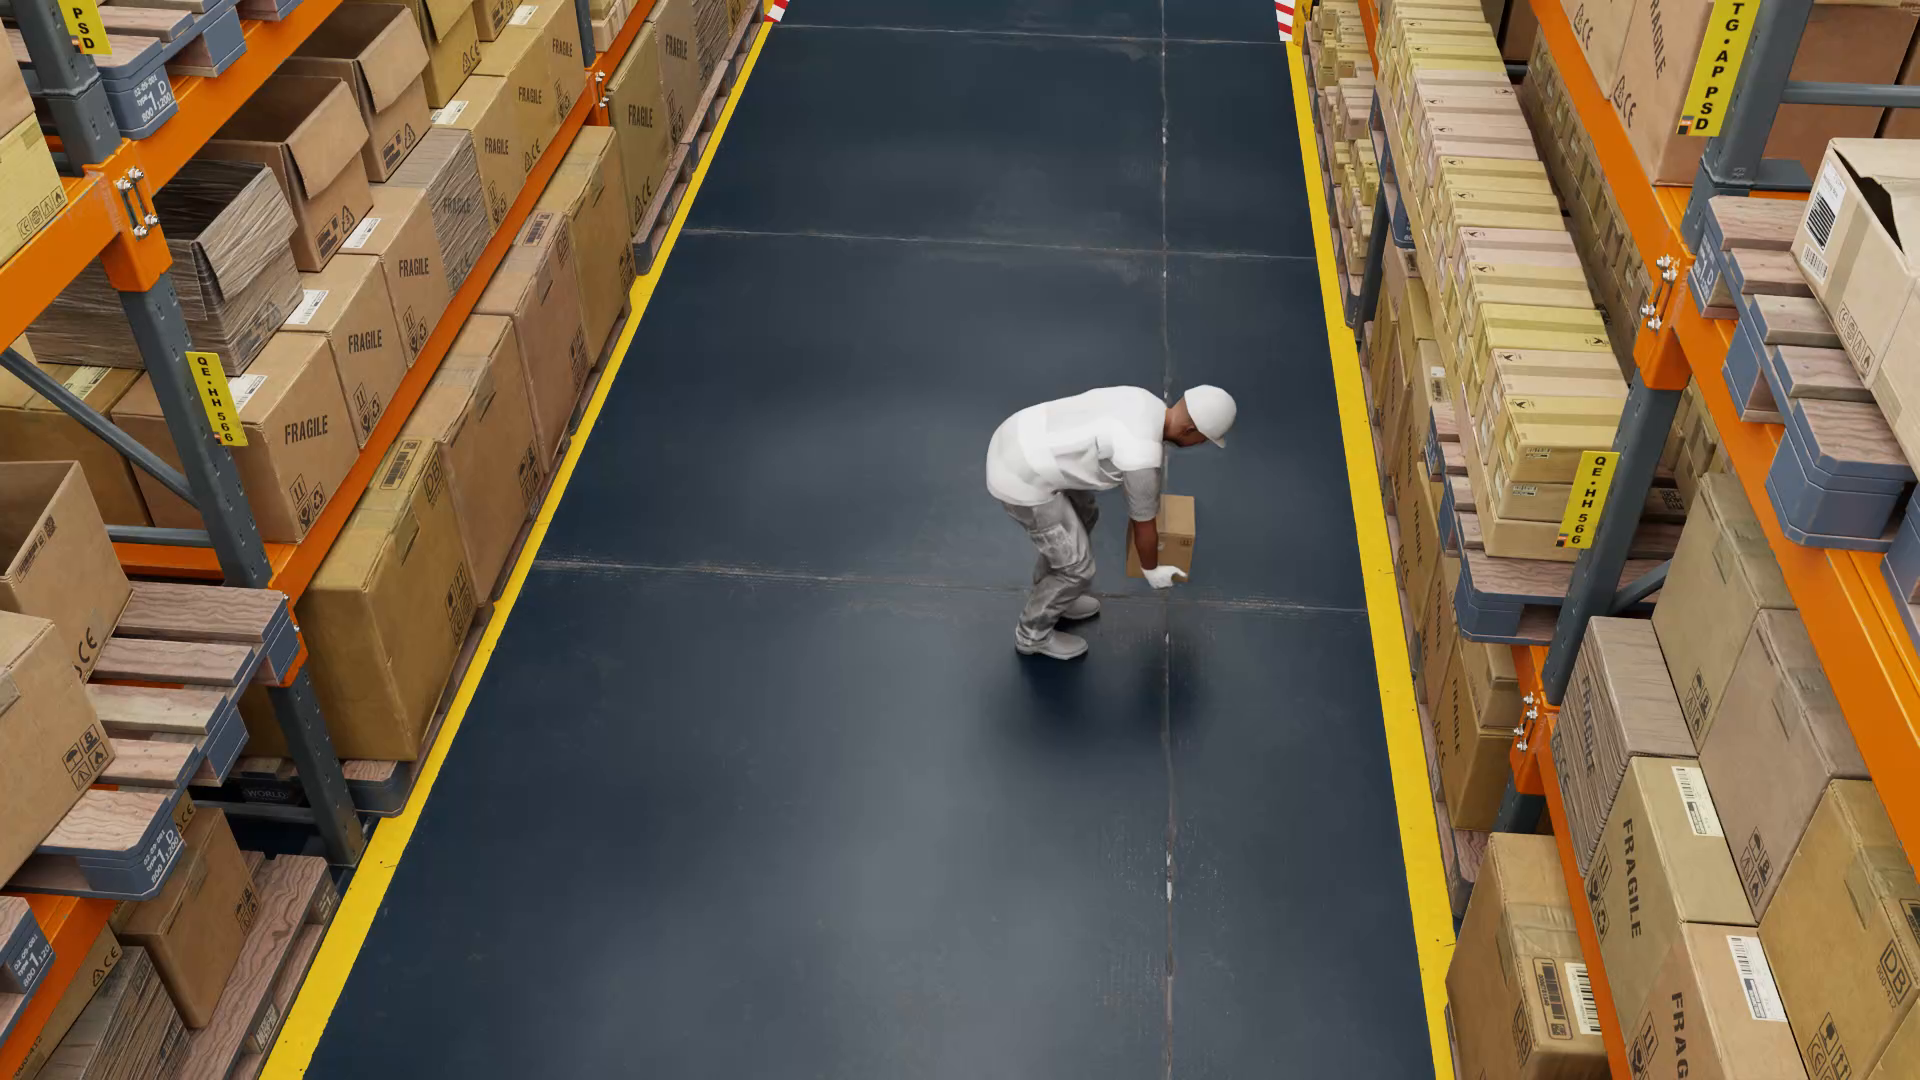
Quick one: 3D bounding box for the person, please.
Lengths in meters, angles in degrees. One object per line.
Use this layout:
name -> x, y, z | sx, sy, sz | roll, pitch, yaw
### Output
person -> 0.579, -0.102, 6.686 | 0.953, 1.239, 0.517 | 2, 40, 2
